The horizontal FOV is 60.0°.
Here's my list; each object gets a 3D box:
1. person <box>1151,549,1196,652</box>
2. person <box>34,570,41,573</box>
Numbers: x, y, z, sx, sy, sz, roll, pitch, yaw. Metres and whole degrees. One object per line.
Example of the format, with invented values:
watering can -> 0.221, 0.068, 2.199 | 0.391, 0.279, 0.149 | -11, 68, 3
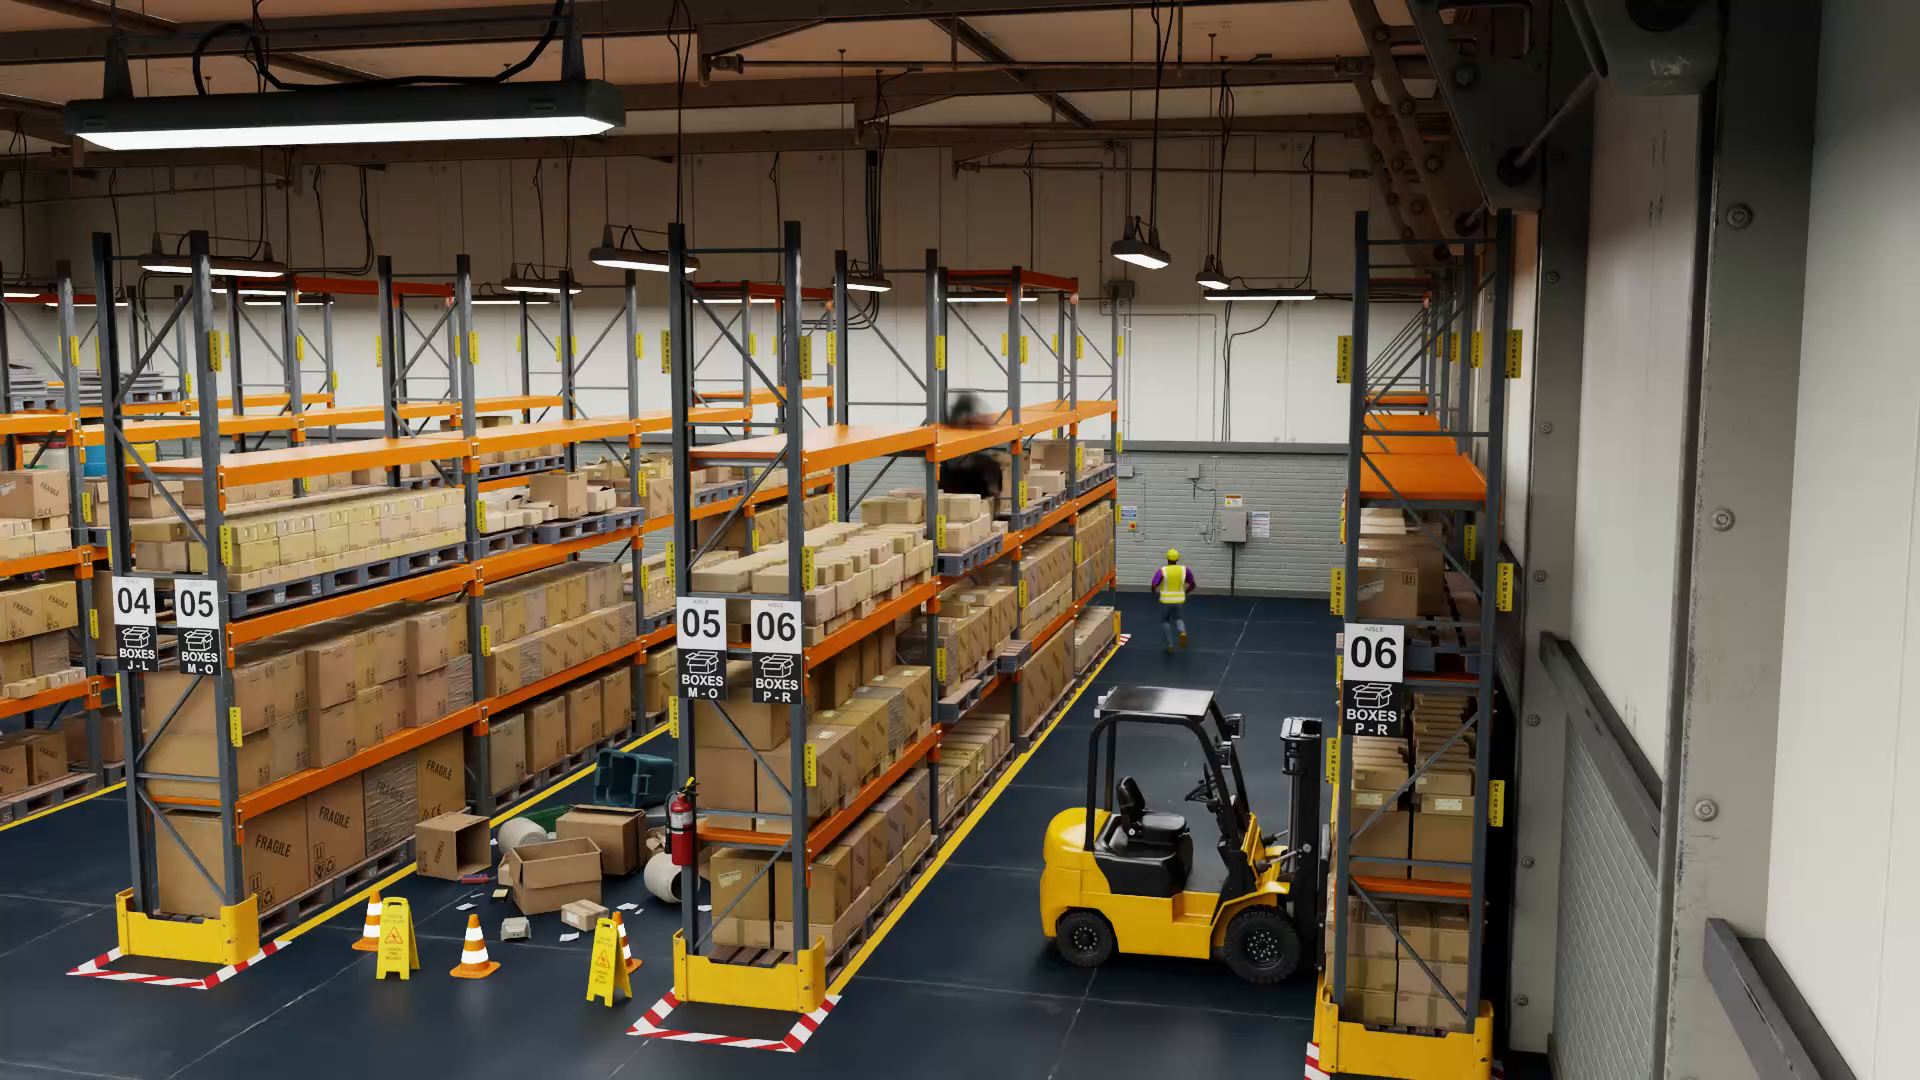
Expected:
person -> 3.478, 0.995, 27.272 | 0.736, 1.709, 0.586 | -1, 7, -8
person -> -15.962, 0.818, 29.170 | 0.547, 1.704, 0.816 | 1, 7, 6
